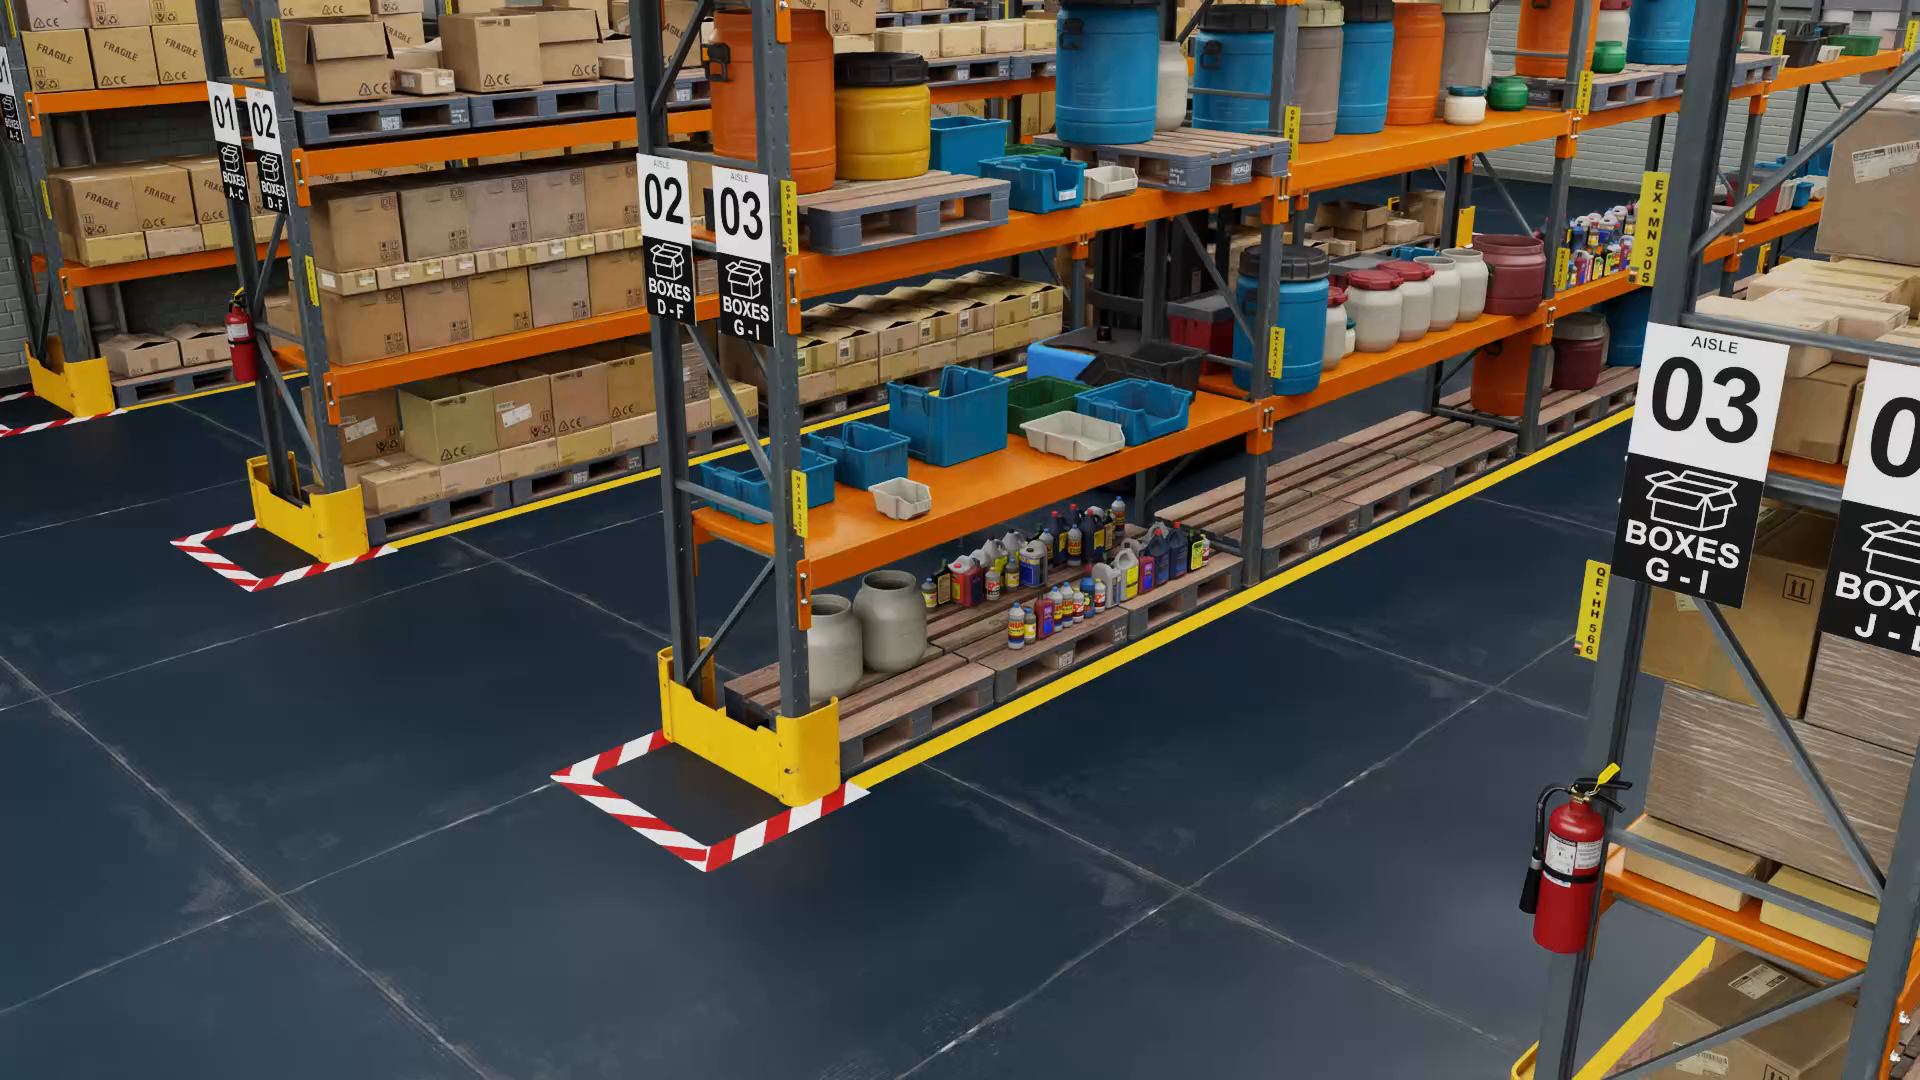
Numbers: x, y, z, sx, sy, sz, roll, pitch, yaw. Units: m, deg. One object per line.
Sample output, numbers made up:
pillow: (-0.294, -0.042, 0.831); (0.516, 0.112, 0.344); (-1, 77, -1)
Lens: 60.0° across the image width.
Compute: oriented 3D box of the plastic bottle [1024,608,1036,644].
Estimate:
plastic bottle: (0.403, 0.504, 9.868); (0.097, 0.201, 0.097); (0, 21, 0)

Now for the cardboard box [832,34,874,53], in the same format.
cardboard box: (-1.095, -4.275, 14.458); (0.500, 0.250, 0.500); (16, 26, 36)

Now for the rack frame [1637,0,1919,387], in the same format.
rack frame: (2.392, -1.742, 4.065); (1.000, 3.000, 0.127); (19, 28, 41)

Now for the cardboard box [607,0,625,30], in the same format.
cardboard box: (-3.645, -5.865, 18.801); (0.637, 0.503, 0.797); (-15, 26, -35)

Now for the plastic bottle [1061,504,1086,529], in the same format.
plastic bottle: (0.773, -0.075, 11.168); (0.185, 0.351, 0.144); (-19, 28, -41)

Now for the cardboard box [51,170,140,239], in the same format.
cardboard box: (-7.707, -2.998, 14.830); (0.500, 0.500, 0.500); (19, 28, 41)

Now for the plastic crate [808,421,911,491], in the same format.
plastic crate: (-0.565, -0.481, 9.353); (0.499, 0.251, 0.408); (19, 28, 41)

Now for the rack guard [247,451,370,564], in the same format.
rack guard: (-4.720, -0.249, 12.027); (1.175, 0.500, 0.348); (19, 28, 41)

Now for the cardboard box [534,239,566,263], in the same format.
cardboard box: (-3.202, -2.214, 12.610); (0.380, 0.149, 0.250); (20, 28, 41)

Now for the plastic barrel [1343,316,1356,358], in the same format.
plastic barrel: (2.667, -1.447, 11.852); (0.301, 0.262, 0.301); (0, 21, 0)

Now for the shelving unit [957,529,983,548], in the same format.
shelving unit: (0.006, -0.422, 11.919); (0.258, 0.900, 0.210); (19, 28, 41)

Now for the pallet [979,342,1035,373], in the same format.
pallet: (0.275, -1.975, 16.920); (1.003, 0.211, 1.213); (19, 28, 41)

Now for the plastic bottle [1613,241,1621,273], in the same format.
plastic bottle: (5.703, -2.469, 14.496); (0.097, 0.271, 0.097); (0, 21, 0)

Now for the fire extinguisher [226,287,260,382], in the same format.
fire extinguisher: (-5.119, -1.472, 11.832); (0.296, 0.674, 0.183); (19, 28, 41)

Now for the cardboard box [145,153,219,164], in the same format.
cardboard box: (-7.363, -3.386, 15.839); (0.500, 0.500, 0.500); (18, 28, 39)

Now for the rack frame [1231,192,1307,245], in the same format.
rack frame: (3.668, -4.507, 19.620); (1.000, 3.000, 0.127); (19, 28, 41)

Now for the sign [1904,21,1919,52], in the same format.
sign: (10.410, -5.512, 18.200); (0.100, 0.325, 0.005); (19, 28, 41)

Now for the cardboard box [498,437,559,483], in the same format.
cardboard box: (-3.475, -0.675, 12.897); (0.500, 0.250, 0.500); (19, 28, 41)

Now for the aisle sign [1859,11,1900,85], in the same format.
aisle sign: (10.265, -5.453, 18.458); (0.394, 0.787, 0.004); (19, 28, 41)

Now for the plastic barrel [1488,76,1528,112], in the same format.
plastic barrel: (4.288, -3.489, 13.008); (0.294, 0.245, 0.294); (0, 21, 0)

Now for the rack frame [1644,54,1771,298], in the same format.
rack frame: (7.214, -3.266, 16.392); (1.000, 3.000, 0.127); (19, 28, 41)

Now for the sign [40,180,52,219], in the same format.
sign: (-7.866, -2.930, 14.309); (0.100, 0.325, 0.005); (19, 28, 41)

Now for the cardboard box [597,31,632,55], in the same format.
cardboard box: (-2.830, -3.868, 13.121); (0.500, 0.311, 0.500); (17, 27, 38)

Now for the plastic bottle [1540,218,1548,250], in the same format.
plastic bottle: (5.339, -2.750, 15.117); (0.144, 0.351, 0.185); (19, 28, 41)

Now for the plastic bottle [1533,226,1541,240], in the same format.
plastic bottle: (5.198, -2.688, 15.050); (0.061, 0.283, 0.133); (19, 28, 41)

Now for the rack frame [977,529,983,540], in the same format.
rack frame: (0.077, -0.448, 11.987); (0.240, 0.900, 0.006); (19, 28, 41)

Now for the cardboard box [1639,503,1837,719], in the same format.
cardboard box: (2.598, 0.202, 5.419); (0.500, 0.500, 0.500); (19, 28, 41)

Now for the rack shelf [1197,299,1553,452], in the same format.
rack shelf: (3.029, -1.388, 12.508); (1.077, 0.370, 4.000); (19, 28, 41)

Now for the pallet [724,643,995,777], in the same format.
pallet: (-0.567, 0.881, 9.488); (1.003, 0.211, 1.213); (19, 28, 41)

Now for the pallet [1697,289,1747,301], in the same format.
pallet: (8.551, -2.479, 18.229); (1.003, 0.211, 1.213); (19, 28, 41)

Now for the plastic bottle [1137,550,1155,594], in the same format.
plastic bottle: (1.173, 0.192, 10.567); (0.133, 0.283, 0.061); (-18, 27, -39)

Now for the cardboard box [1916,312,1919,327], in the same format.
cardboard box: (3.088, -0.609, 4.951); (0.380, 0.149, 0.250); (19, 28, 40)

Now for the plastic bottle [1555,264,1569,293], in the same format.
plastic bottle: (4.957, -2.211, 13.818); (0.152, 0.276, 0.135); (19, 28, 41)

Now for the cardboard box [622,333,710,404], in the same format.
cardboard box: (-2.437, -1.414, 13.774); (0.500, 0.500, 0.500); (19, 28, 41)

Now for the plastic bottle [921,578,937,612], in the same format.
plastic bottle: (-0.190, 0.337, 10.303); (0.097, 0.201, 0.097); (0, 21, 0)

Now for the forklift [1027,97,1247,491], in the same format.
forklift: (1.848, -2.200, 13.713); (1.130, 2.935, 3.031); (17, 27, 37)

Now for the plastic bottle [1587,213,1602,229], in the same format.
plastic bottle: (5.972, -2.947, 15.733); (0.152, 0.276, 0.135); (19, 28, 41)

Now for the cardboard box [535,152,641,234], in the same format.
cardboard box: (-2.919, -2.728, 13.045); (0.700, 0.500, 0.500); (19, 28, 41)

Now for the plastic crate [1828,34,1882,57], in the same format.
plastic crate: (9.521, -5.271, 17.721); (0.450, 0.188, 0.336); (19, 28, 41)

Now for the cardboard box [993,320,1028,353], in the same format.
cardboard box: (0.328, -2.062, 16.505); (0.500, 0.250, 0.500); (19, 28, 40)

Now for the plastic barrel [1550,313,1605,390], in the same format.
plastic barrel: (5.541, -1.729, 15.167); (0.600, 0.588, 0.708); (19, 28, 41)

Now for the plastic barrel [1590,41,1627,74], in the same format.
plastic barrel: (5.328, -3.977, 13.690); (0.294, 0.245, 0.294); (0, 21, 0)

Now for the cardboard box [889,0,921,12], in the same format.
cardboard box: (-0.918, -7.040, 21.276); (0.700, 0.500, 0.500); (19, 28, 40)

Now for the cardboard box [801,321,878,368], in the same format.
cardboard box: (-1.093, -1.796, 15.032); (0.500, 0.311, 0.500); (19, 28, 40)

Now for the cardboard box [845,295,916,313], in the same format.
cardboard box: (-0.774, -2.192, 16.062); (0.500, 0.311, 0.500); (19, 28, 40)

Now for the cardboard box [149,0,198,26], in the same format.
cardboard box: (-7.077, -4.873, 14.830); (0.500, 0.500, 0.500); (-19, 28, -41)

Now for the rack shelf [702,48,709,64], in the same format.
rack shelf: (-4.070, -5.268, 18.421); (1.077, 0.370, 4.000); (19, 28, 41)

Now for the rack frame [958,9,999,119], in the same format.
rack frame: (0.116, -5.746, 22.843); (1.000, 3.000, 0.127); (19, 28, 41)

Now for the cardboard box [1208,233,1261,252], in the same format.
cardboard box: (3.178, -3.222, 19.147); (0.500, 0.500, 0.500); (19, 28, 41)

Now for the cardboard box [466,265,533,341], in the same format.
cardboard box: (-3.655, -1.848, 12.563); (0.700, 0.500, 0.500); (19, 28, 41)

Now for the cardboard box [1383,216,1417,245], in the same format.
cardboard box: (5.571, -4.019, 21.569); (0.500, 0.250, 0.500); (19, 28, 41)

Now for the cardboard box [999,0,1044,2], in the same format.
cardboard box: (0.787, -7.430, 22.529); (0.500, 0.250, 0.500); (19, 28, 40)

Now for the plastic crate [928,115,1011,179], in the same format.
plastic crate: (-0.042, -2.140, 9.302); (0.392, 0.384, 0.575); (19, 28, 41)

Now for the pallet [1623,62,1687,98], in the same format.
pallet: (5.948, -4.060, 14.539); (1.003, 0.211, 1.213); (19, 28, 41)

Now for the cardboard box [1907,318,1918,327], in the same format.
cardboard box: (2.892, -0.589, 5.454); (0.500, 0.250, 0.500); (19, 28, 41)

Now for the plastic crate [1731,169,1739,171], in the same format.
plastic crate: (8.678, -3.925, 18.255); (0.416, 0.233, 0.300); (19, 28, 41)
